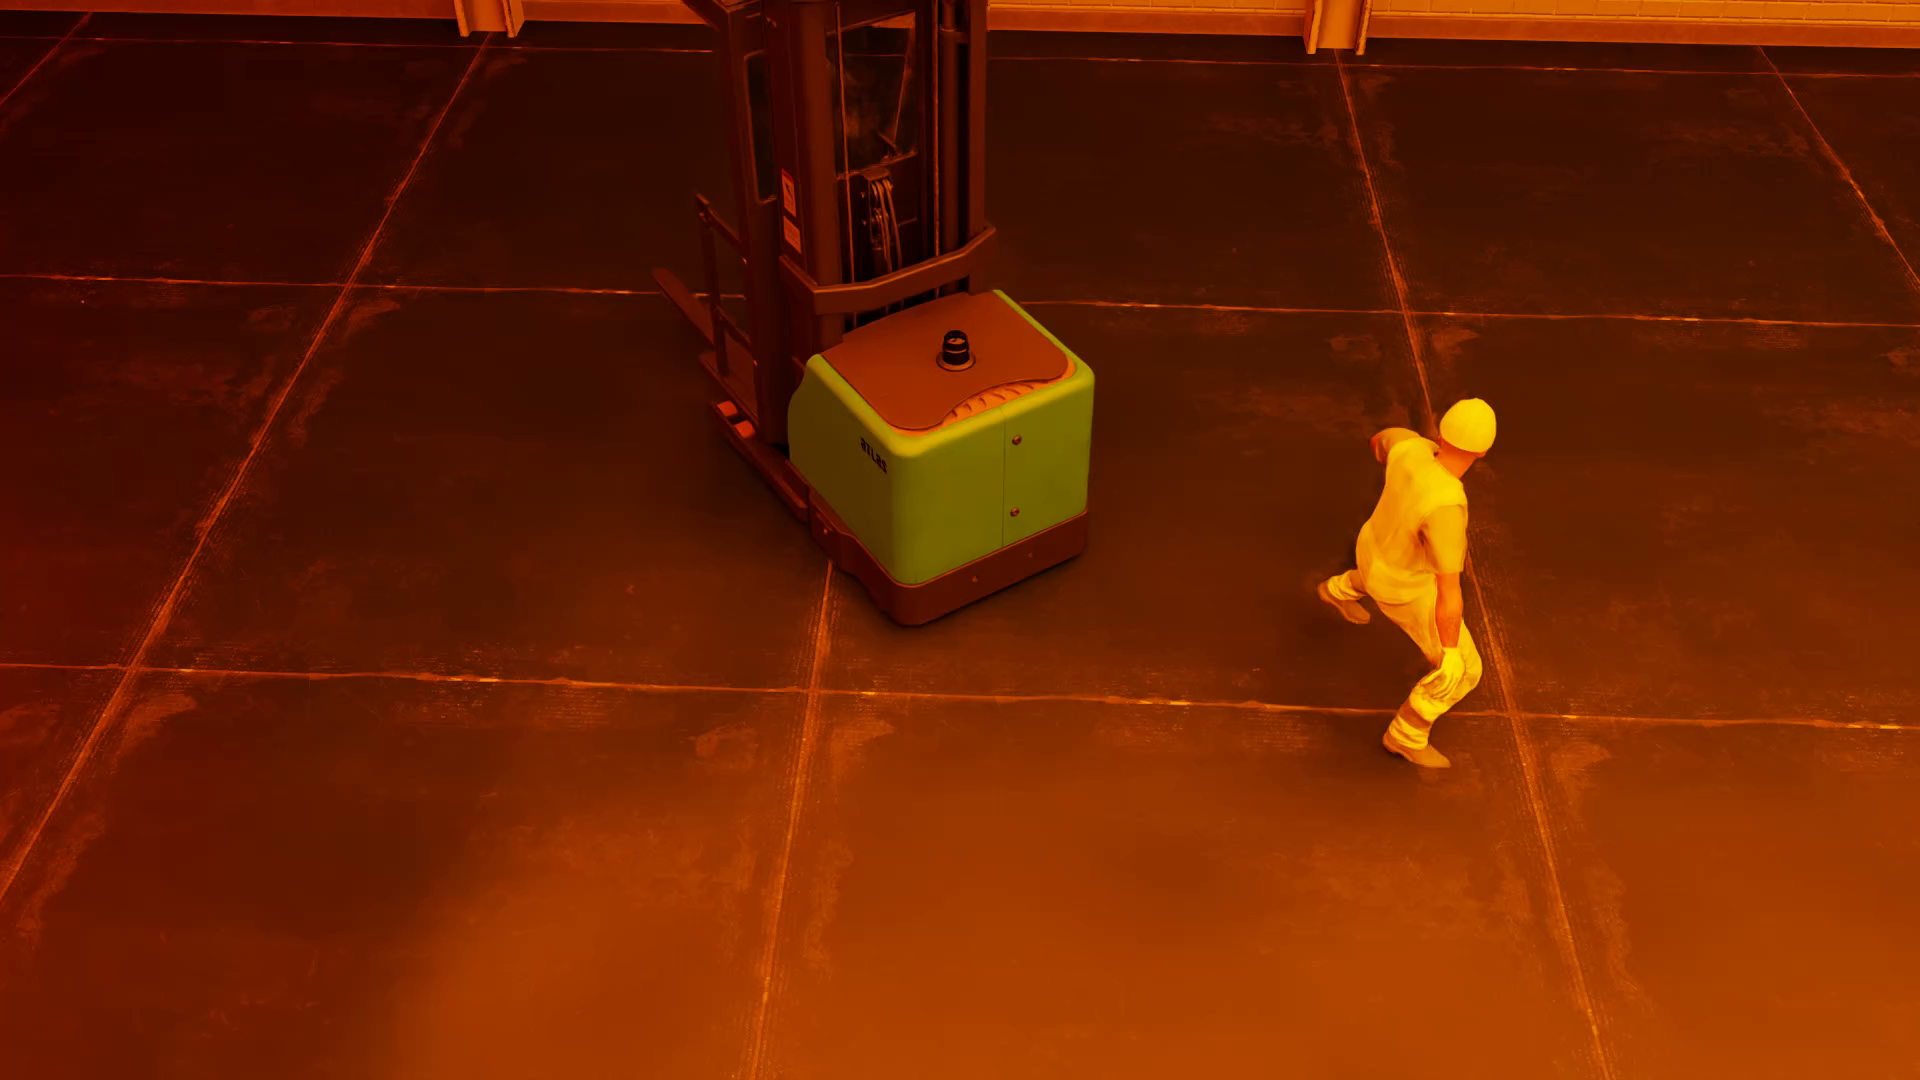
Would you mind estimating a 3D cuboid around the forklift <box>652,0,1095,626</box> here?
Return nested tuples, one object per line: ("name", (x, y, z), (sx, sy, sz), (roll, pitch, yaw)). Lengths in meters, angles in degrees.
("forklift", (-0.617, -1.671, 7.573), (1.130, 2.935, 3.031), (-23, 47, -23))

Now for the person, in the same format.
("person", (1.825, 0.139, 6.593), (0.505, 1.655, 1.158), (0, 42, 0))
